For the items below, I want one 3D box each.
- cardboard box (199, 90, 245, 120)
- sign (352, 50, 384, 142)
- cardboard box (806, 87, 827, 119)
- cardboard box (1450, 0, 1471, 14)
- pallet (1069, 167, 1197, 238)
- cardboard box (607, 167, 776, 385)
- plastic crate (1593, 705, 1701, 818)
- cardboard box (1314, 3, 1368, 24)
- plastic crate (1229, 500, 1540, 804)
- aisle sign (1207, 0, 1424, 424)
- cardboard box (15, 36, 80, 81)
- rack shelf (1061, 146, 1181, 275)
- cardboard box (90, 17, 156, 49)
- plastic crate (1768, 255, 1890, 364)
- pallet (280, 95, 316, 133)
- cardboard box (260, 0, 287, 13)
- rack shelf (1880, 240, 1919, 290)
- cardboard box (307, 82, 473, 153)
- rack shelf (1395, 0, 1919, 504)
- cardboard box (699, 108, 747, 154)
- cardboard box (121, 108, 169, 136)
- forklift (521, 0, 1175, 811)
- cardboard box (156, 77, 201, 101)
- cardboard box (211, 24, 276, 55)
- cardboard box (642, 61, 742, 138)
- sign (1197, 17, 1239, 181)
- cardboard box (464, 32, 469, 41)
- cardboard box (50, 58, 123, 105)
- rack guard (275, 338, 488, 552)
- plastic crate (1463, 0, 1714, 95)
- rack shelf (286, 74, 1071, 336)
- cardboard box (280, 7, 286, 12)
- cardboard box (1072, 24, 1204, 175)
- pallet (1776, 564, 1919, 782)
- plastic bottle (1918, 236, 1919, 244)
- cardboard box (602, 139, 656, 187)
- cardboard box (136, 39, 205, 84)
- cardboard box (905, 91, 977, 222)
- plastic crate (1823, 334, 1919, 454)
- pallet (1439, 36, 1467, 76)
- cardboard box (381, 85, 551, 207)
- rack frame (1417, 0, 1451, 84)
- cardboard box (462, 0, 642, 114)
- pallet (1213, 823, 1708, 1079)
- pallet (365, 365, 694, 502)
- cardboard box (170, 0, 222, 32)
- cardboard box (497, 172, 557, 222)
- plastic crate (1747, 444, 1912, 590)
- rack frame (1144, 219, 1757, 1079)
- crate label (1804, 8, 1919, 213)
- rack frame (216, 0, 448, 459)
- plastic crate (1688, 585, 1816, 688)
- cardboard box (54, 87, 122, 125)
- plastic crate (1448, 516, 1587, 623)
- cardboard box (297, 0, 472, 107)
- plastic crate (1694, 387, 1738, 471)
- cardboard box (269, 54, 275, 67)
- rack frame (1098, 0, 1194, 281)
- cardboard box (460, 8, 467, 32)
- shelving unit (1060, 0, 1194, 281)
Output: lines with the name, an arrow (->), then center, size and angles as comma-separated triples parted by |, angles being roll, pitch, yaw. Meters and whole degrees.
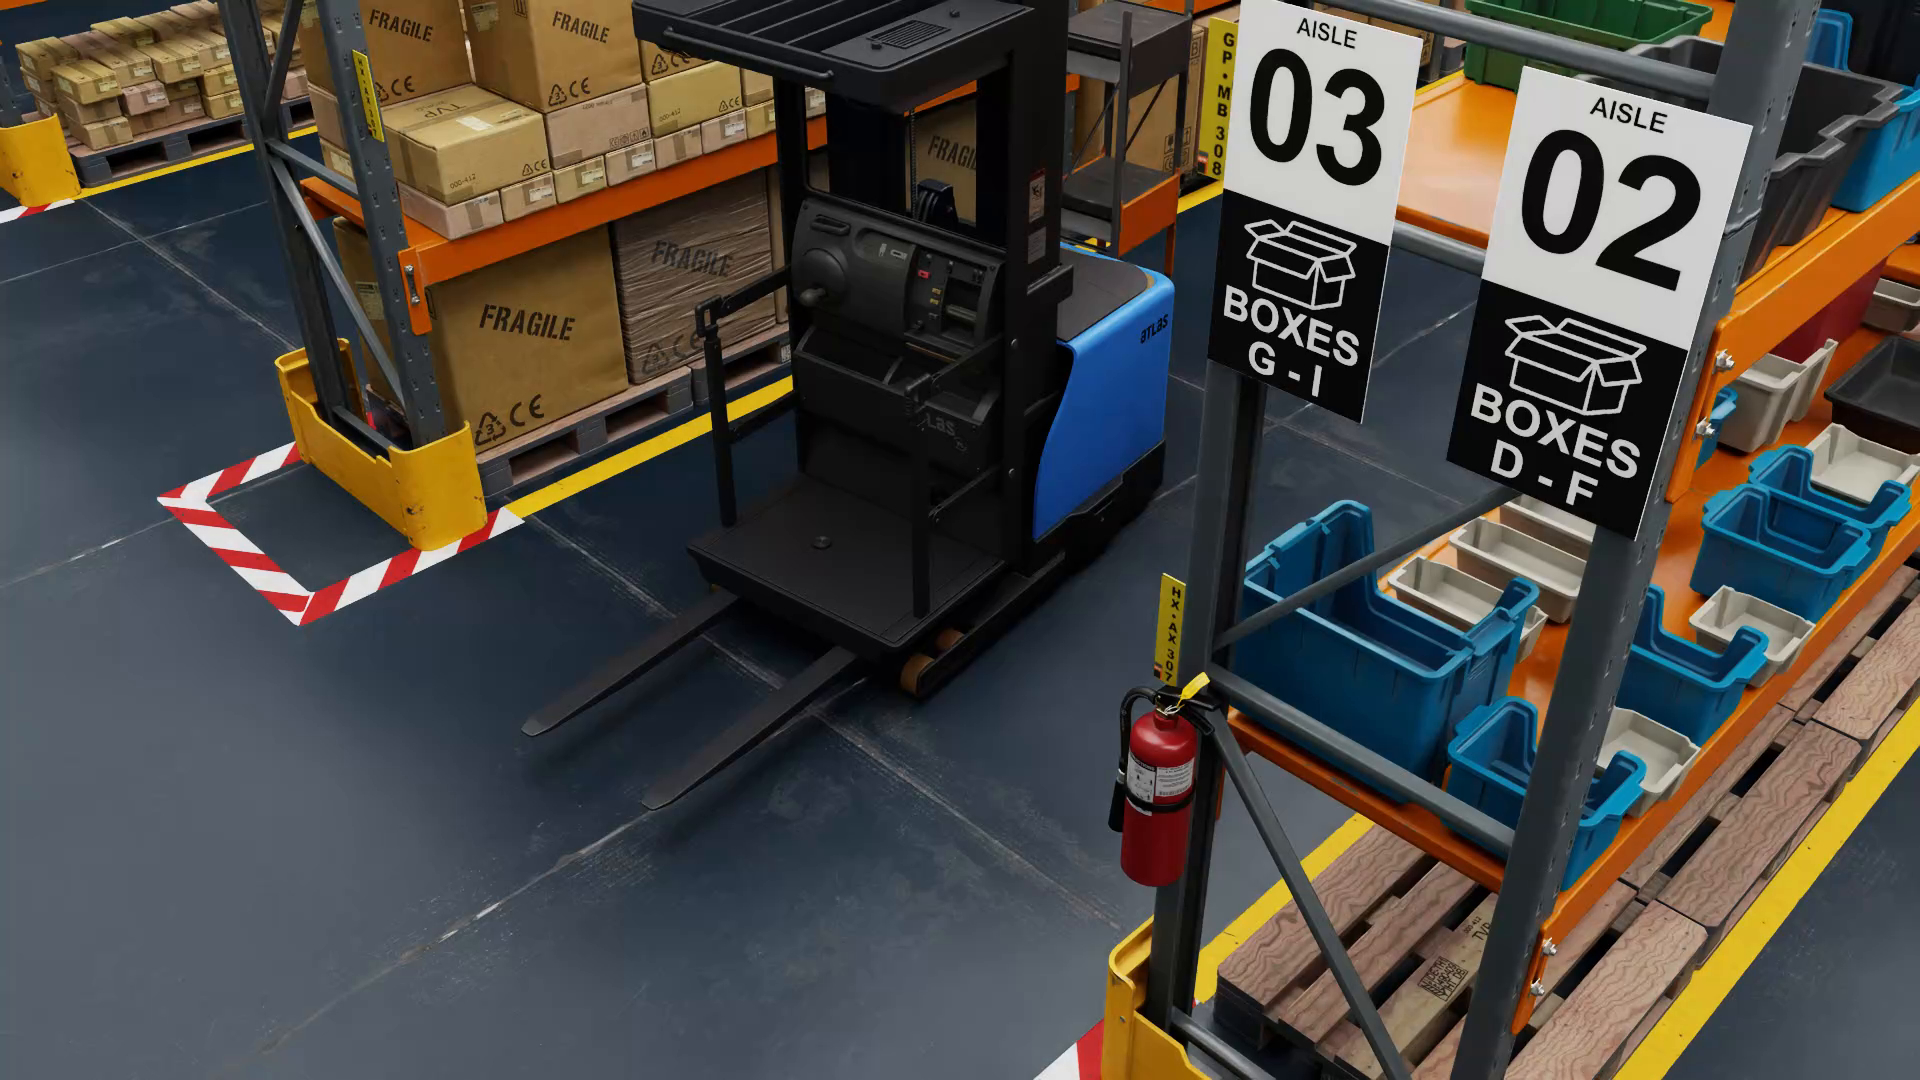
cardboard box -> -4.878, -2.909, 10.924 | 0.250, 0.149, 0.380 | -29, 44, -35
sign -> -2.190, -1.641, 6.155 | 0.100, 0.325, 0.005 | 30, 45, 35
cardboard box -> -0.829, -2.120, 7.887 | 0.250, 0.149, 0.380 | -29, 44, -35
cardboard box -> 3.515, -4.162, 12.397 | 0.700, 0.500, 0.500 | 27, 43, 33
pallet -> 0.729, -2.303, 10.368 | 1.003, 0.211, 1.213 | 30, 45, 35
cardboard box -> -1.544, -1.442, 8.186 | 0.875, 0.875, 0.875 | 30, 45, 35
plastic crate -> 1.628, 0.536, 4.038 | 0.250, 0.136, 0.298 | 30, 45, 35
cardboard box -> 1.922, -3.397, 10.990 | 1.225, 0.875, 0.875 | 30, 45, 35
plastic crate -> 1.039, 0.266, 4.163 | 0.616, 0.435, 0.499 | 30, 45, 35
aisle sign -> 0.677, -0.639, 3.271 | 0.394, 0.787, 0.004 | 30, 45, 35
cardboard box -> -5.835, -3.084, 10.655 | 0.250, 0.149, 0.380 | -29, 44, -35
rack shelf -> 0.666, -1.394, 7.438 | 0.431, 0.518, 0.480 | 24, 41, 30
cardboard box -> -5.525, -3.319, 10.992 | 0.380, 0.149, 0.250 | 29, 44, 34
plastic crate -> 2.946, -0.897, 5.805 | 0.402, 0.464, 0.583 | 30, 45, 35
pallet -> -4.518, -3.215, 11.676 | 1.003, 0.211, 1.213 | 30, 45, 35
cardboard box -> -4.719, -3.710, 11.553 | 0.250, 0.149, 0.380 | -30, 45, -35
rack shelf -> 5.163, -1.624, 7.585 | 1.077, 0.370, 4.000 | 30, 45, 35
cardboard box -> -2.427, -1.844, 7.143 | 0.500, 0.250, 0.500 | 29, 44, 35
rack shelf -> 2.344, -1.231, 4.399 | 1.077, 0.370, 4.000 | 30, 45, 35
cardboard box -> -1.191, -1.911, 7.587 | 0.380, 0.149, 0.250 | 29, 44, 35
cardboard box -> -5.306, -2.746, 10.690 | 0.380, 0.149, 0.250 | 29, 44, 35
forklift -> -0.377, -0.919, 6.006 | 1.130, 2.935, 3.031 | 24, 41, 30
cardboard box -> -5.134, -2.977, 10.762 | 0.250, 0.149, 0.380 | -29, 44, -35
cardboard box -> -4.723, -3.296, 10.959 | 0.250, 0.149, 0.380 | -28, 44, -34
cardboard box -> -1.332, -2.042, 7.427 | 0.500, 0.250, 0.500 | 28, 44, 34
sign -> 0.533, -0.886, 3.368 | 0.100, 0.325, 0.005 | 30, 45, 35
cardboard box -> -3.627, -3.645, 11.979 | 0.380, 0.149, 0.250 | 28, 44, 34
cardboard box -> -5.418, -2.842, 10.309 | 0.380, 0.149, 0.250 | 27, 43, 33
rack guard -> -2.597, -0.445, 7.451 | 1.175, 0.500, 0.348 | 30, 45, 35
plastic crate -> 1.427, -1.142, 3.829 | 0.450, 0.188, 0.336 | 30, 45, 35
rack shelf -> -1.171, -1.997, 8.119 | 1.077, 0.370, 4.000 | 30, 45, 35
cardboard box -> -4.396, -3.525, 11.288 | 0.380, 0.149, 0.250 | 30, 45, 35
cardboard box -> 0.675, -2.672, 9.950 | 1.225, 0.875, 0.875 | 30, 45, 35
pallet -> 3.263, 0.351, 6.563 | 1.003, 0.211, 1.213 | 30, 45, 35
plastic bottle -> 3.903, -1.273, 6.627 | 0.097, 0.201, 0.097 | 0, 35, 0
cardboard box -> -1.553, -1.703, 7.289 | 0.380, 0.149, 0.250 | 29, 44, 35
cardboard box -> -5.041, -3.053, 10.611 | 0.380, 0.149, 0.250 | 29, 44, 35
cardboard box -> -0.283, -2.169, 9.228 | 0.875, 0.875, 0.875 | 30, 45, 35
plastic crate -> 3.155, -0.456, 5.470 | 0.437, 0.125, 0.590 | 30, 45, 35
pallet -> 3.608, -3.900, 12.658 | 1.003, 0.211, 1.213 | 30, 45, 35
cardboard box -> -2.050, -1.626, 6.831 | 0.500, 0.250, 0.500 | 28, 44, 34
rack frame -> 3.057, -4.727, 11.406 | 1.000, 3.000, 0.127 | 30, 45, 35
cardboard box -> -1.698, -2.137, 6.907 | 0.500, 0.500, 0.500 | 28, 44, 34
pallet -> 1.544, 1.341, 5.142 | 1.003, 0.211, 1.213 | 30, 45, 35
pallet -> -2.072, -0.692, 8.058 | 1.003, 0.211, 1.213 | 30, 45, 35
cardboard box -> -5.148, -3.530, 11.294 | 0.250, 0.149, 0.380 | -28, 44, -34
cardboard box -> -1.916, -1.493, 6.987 | 0.380, 0.149, 0.250 | 29, 44, 35
plastic crate -> 2.482, -0.063, 4.812 | 0.416, 0.233, 0.300 | 30, 45, 35
rack frame -> 0.935, 0.516, 3.887 | 1.000, 3.000, 0.127 | 30, 45, 35
crate label -> 1.815, -0.897, 3.422 | 0.408, 0.251, 0.502 | 30, 45, 35
rack frame -> -2.580, -1.480, 6.750 | 1.000, 3.000, 0.127 | 30, 45, 35
plastic crate -> 2.105, 0.260, 4.433 | 0.250, 0.136, 0.298 | 30, 45, 35
cardboard box -> -5.477, -2.754, 10.442 | 0.250, 0.149, 0.380 | -28, 44, -34
plastic crate -> 1.596, 0.084, 4.685 | 0.396, 0.136, 0.243 | 30, 45, 35
cardboard box -> -2.423, -2.151, 6.928 | 0.500, 0.500, 0.500 | -29, 44, -35
plastic crate -> 2.200, -0.376, 5.261 | 0.416, 0.233, 0.300 | 30, 45, 35
cardboard box -> -4.757, -3.184, 11.058 | 0.380, 0.149, 0.250 | 27, 43, 33
rack frame -> 0.814, -1.517, 7.589 | 0.400, 2.100, 0.015 | 24, 41, 30
cardboard box -> -3.564, -3.782, 11.915 | 0.380, 0.149, 0.250 | 28, 44, 34
shelving unit -> 0.666, -1.406, 7.430 | 0.431, 2.100, 0.503 | 24, 41, 30
